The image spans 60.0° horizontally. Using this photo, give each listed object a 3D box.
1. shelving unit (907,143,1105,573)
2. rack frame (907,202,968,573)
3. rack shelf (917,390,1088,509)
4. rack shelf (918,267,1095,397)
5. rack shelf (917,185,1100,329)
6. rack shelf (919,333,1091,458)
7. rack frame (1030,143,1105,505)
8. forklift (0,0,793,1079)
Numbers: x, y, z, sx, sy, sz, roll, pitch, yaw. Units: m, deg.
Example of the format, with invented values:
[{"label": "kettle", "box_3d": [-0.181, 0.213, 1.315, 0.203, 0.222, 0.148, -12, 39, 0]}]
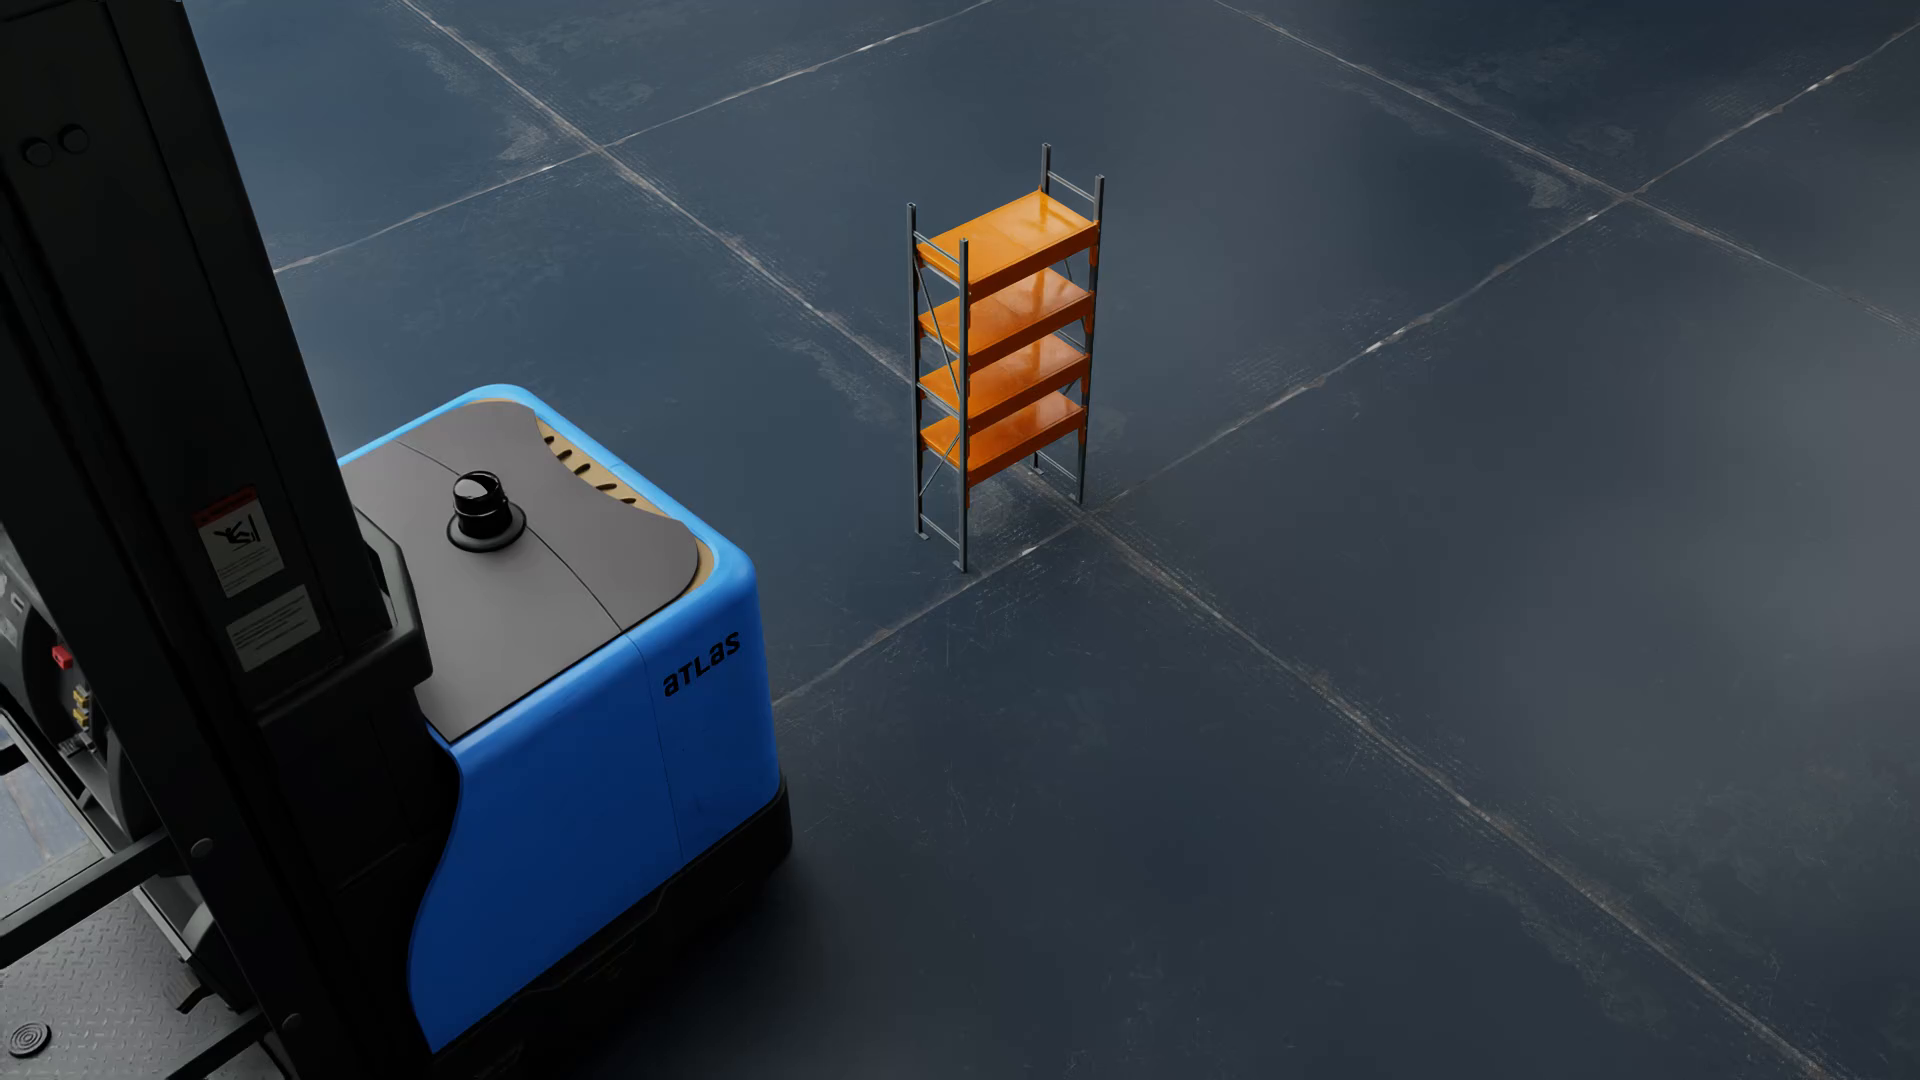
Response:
[{"label": "shelving unit", "box_3d": [0.127, -0.510, 4.917, 0.503, 1.200, 0.258, -30, 51, -28]}, {"label": "rack frame", "box_3d": [-0.060, -0.403, 4.803, 0.015, 1.200, 0.240, -30, 51, -28]}, {"label": "rack shelf", "box_3d": [0.127, -0.316, 5.099, 0.480, 0.148, 0.258, -30, 51, -28]}, {"label": "rack shelf", "box_3d": [0.127, -0.624, 4.810, 0.480, 0.148, 0.258, -30, 51, -28]}, {"label": "rack shelf", "box_3d": [0.127, -0.797, 4.648, 0.480, 0.148, 0.258, -30, 51, -28]}, {"label": "rack shelf", "box_3d": [0.127, -0.461, 4.963, 0.480, 0.148, 0.258, -30, 51, -28]}, {"label": "rack frame", "box_3d": [0.314, -0.617, 5.031, 0.015, 1.200, 0.240, -30, 51, -28]}, {"label": "forklift", "box_3d": [-1.825, 0.252, 2.841, 1.130, 2.935, 3.031, 34, 53, 31]}]
